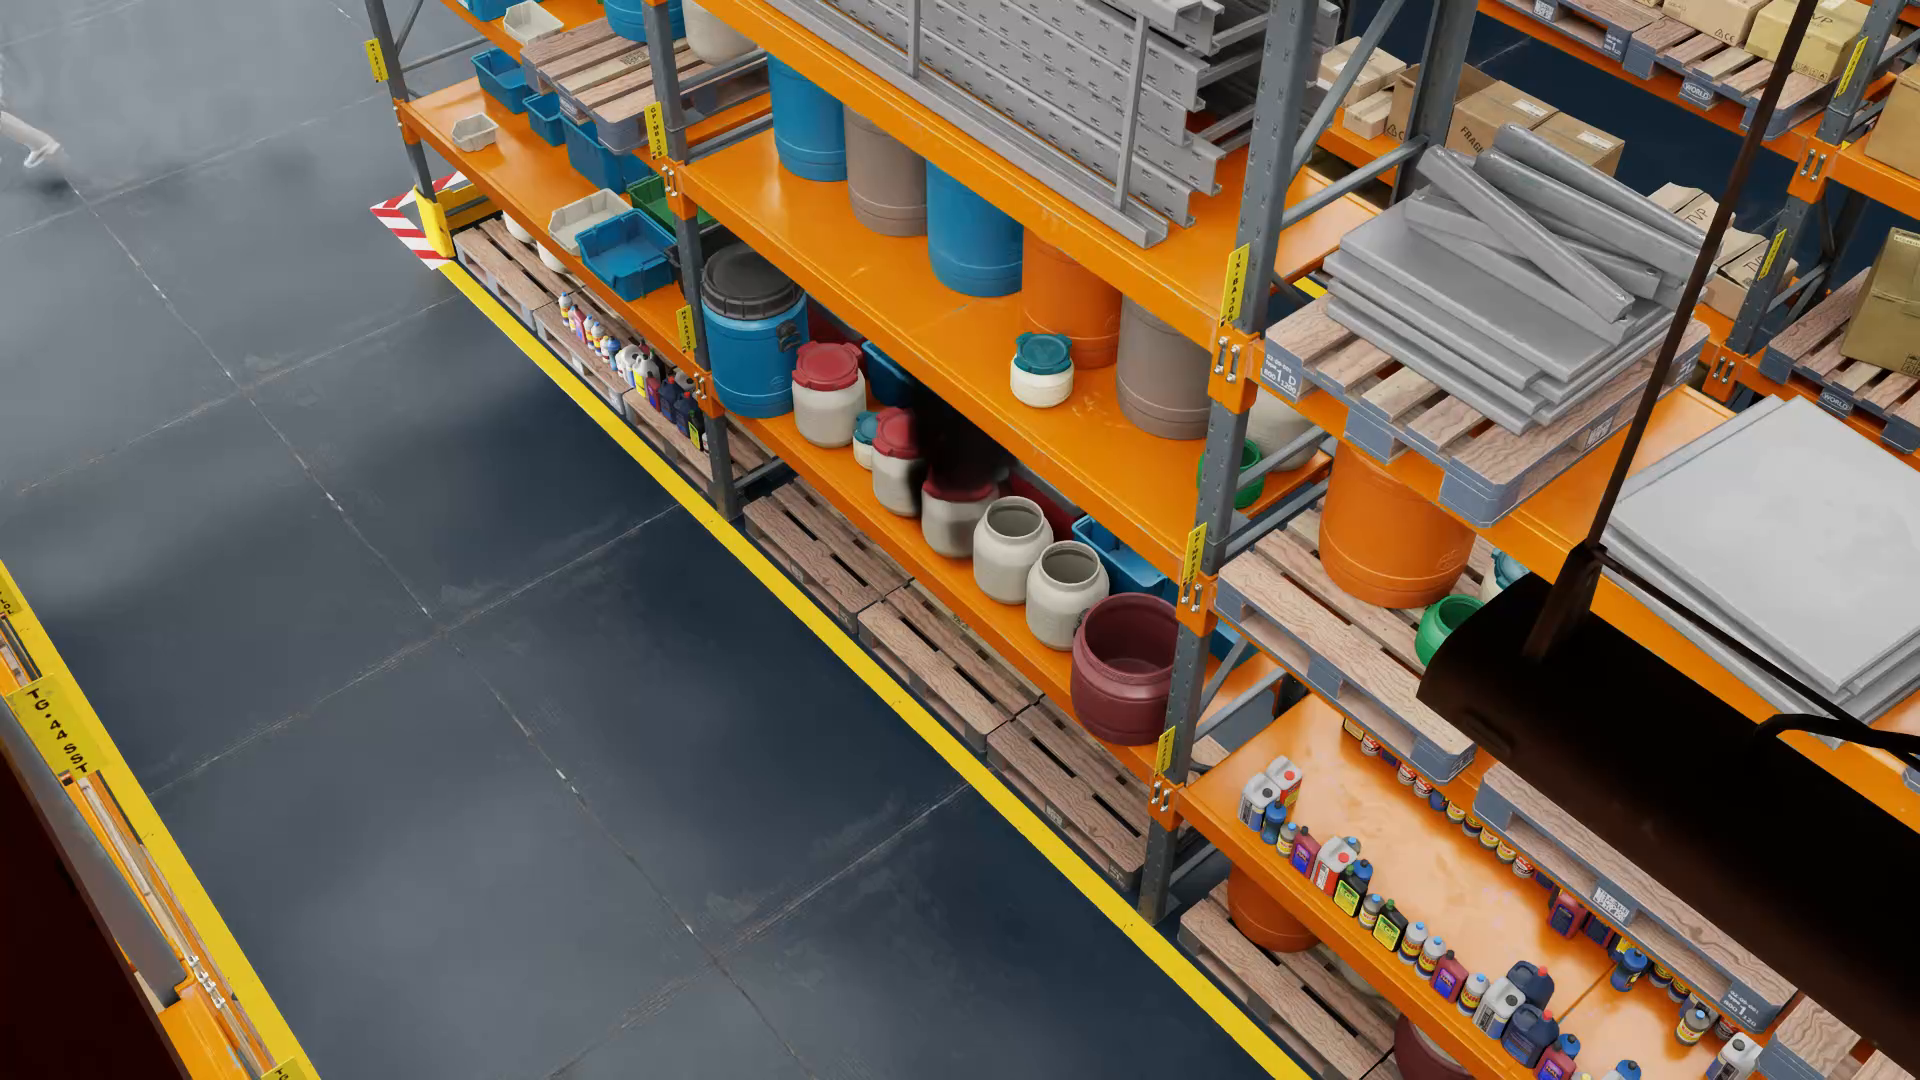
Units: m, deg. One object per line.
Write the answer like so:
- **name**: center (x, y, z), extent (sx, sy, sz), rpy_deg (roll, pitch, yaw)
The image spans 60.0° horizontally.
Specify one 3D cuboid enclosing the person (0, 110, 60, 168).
- **person**: center (-7.958, -3.549, 13.286), extent (1.108, 1.632, 0.669), rpy_deg (-3, 47, -3)
